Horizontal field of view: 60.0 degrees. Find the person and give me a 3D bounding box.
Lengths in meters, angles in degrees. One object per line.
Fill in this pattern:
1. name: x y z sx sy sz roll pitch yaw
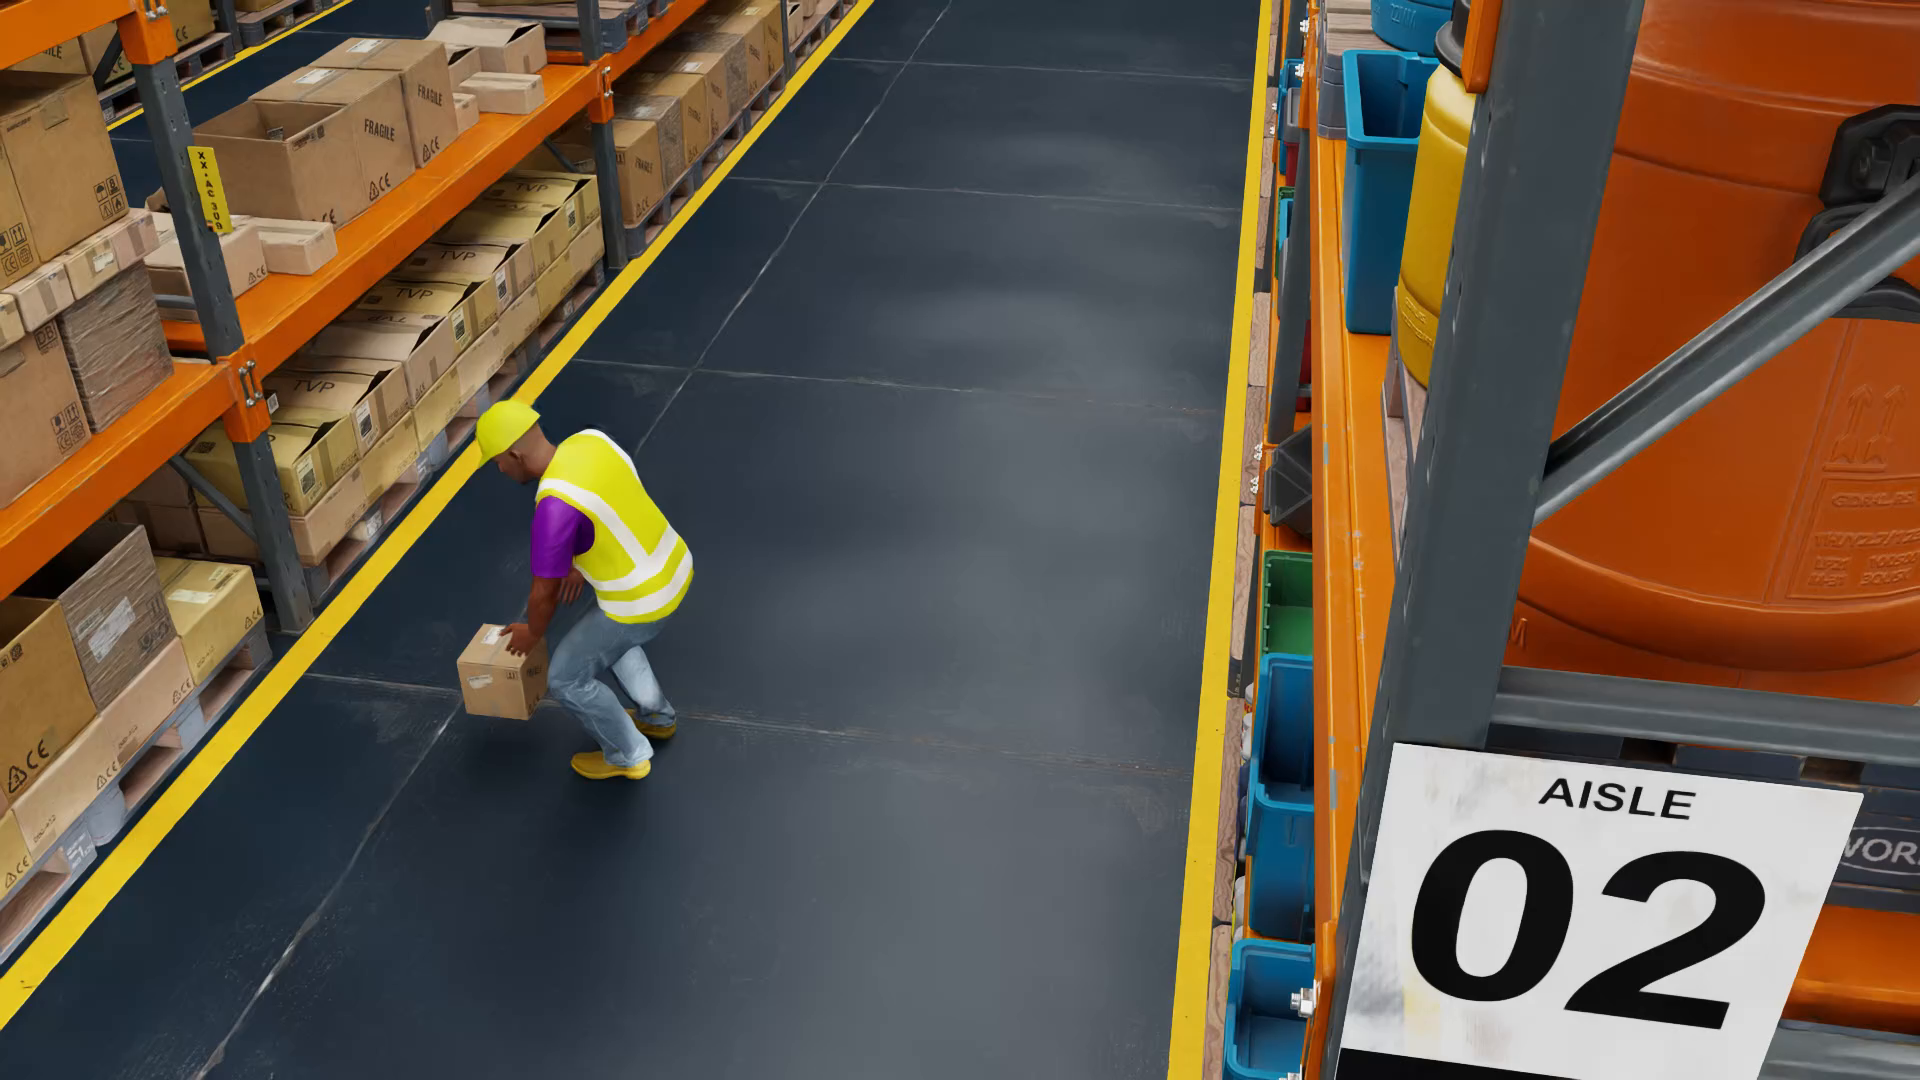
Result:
1. person: -1.334 0.191 6.045 0.687 1.517 0.627 5 33 9
